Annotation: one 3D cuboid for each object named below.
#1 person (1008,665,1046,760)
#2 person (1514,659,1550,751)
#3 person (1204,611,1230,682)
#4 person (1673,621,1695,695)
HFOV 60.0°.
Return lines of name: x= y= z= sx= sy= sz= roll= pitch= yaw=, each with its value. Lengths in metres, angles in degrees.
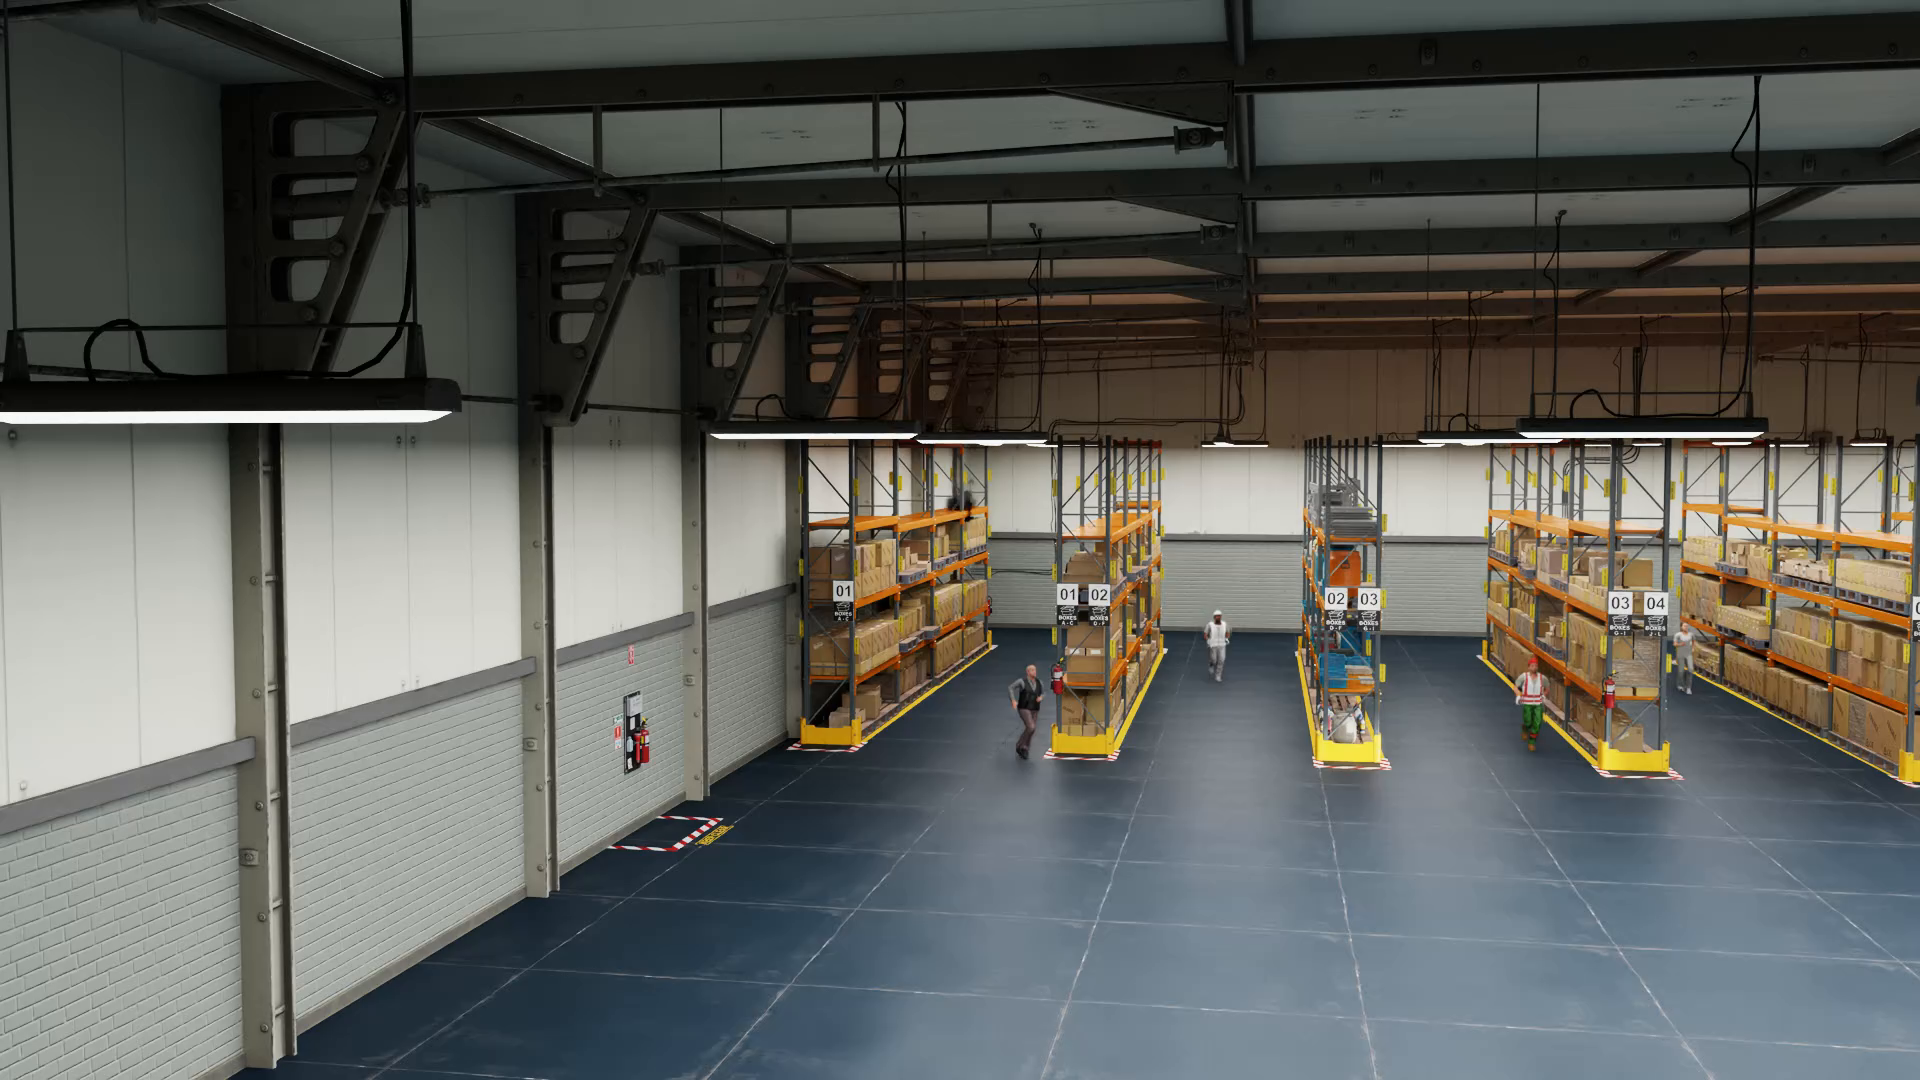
person: x=1.292 y=3.204 z=31.004 sx=0.649 sy=1.740 sz=0.683 roll=-2 pitch=4 yaw=-34
person: x=10.960 y=3.141 z=31.836 sx=0.666 sy=1.749 sz=0.596 roll=0 pitch=3 yaw=8
person: x=6.391 y=2.623 z=41.266 sx=0.680 sy=1.743 sz=0.723 roll=0 pitch=3 yaw=-4
person: x=17.072 y=2.766 z=39.178 sx=0.546 sy=1.716 sz=0.720 roll=1 pitch=3 yaw=12
